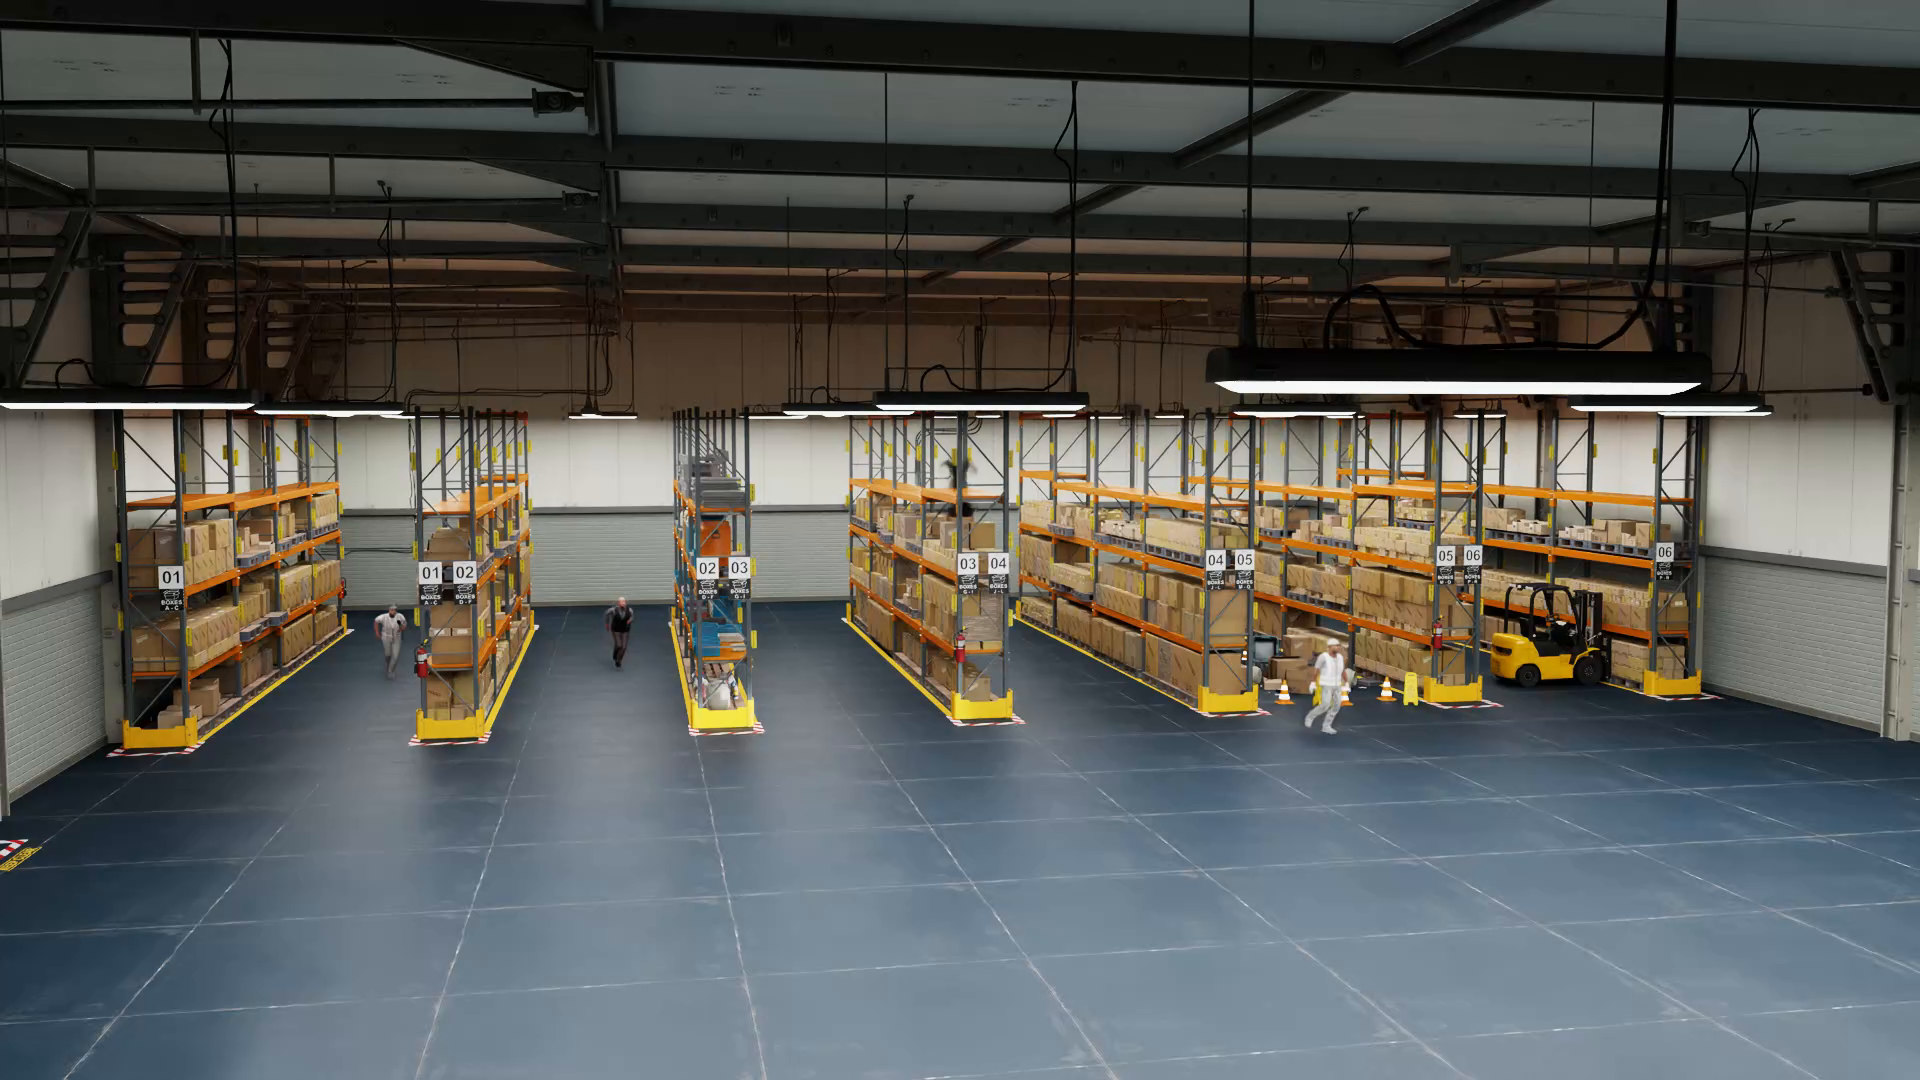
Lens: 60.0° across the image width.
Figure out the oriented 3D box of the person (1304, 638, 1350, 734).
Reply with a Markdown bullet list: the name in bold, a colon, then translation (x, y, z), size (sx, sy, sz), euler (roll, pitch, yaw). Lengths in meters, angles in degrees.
- **person**: translation (6.737, 2.679, 30.576), size (0.777, 1.762, 0.584), euler (-2, 5, -30)

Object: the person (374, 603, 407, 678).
- **person**: translation (-12.687, 2.244, 37.109), size (0.663, 1.697, 0.721), euler (-2, 5, -29)

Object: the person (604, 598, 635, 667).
- **person**: translation (-7.898, 2.154, 38.700), size (0.656, 1.648, 0.728), euler (-2, 5, -28)

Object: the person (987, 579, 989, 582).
- **person**: translation (1.018, 1.464, 49.213), size (0.499, 1.558, 0.602), euler (-3, 5, -40)
